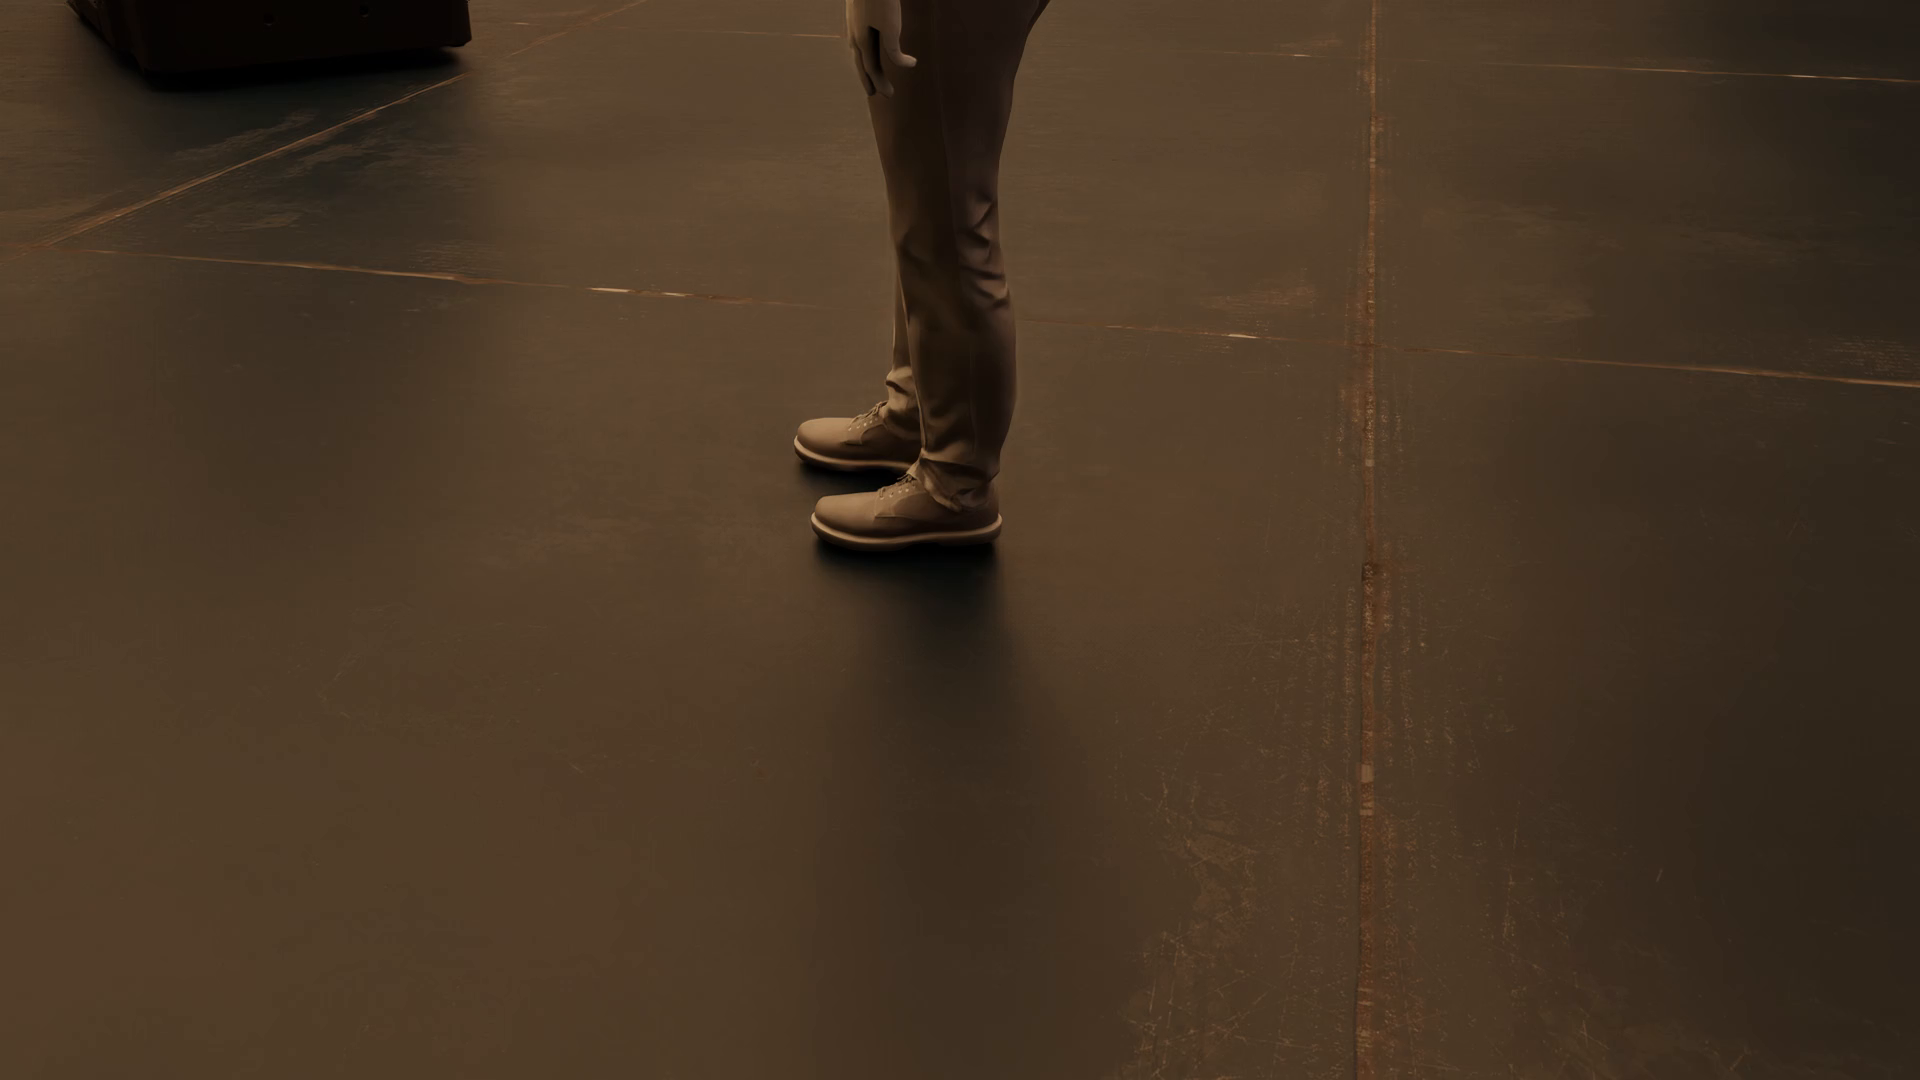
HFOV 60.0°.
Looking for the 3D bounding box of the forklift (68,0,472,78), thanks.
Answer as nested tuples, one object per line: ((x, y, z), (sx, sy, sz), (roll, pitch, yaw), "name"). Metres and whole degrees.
((-2.907, -3.414, 6.012), (1.130, 2.935, 3.031), (-16, 31, -28), "forklift")

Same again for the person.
((-0.065, -0.767, 2.137), (0.531, 1.684, 0.587), (6, 27, 11), "person")
